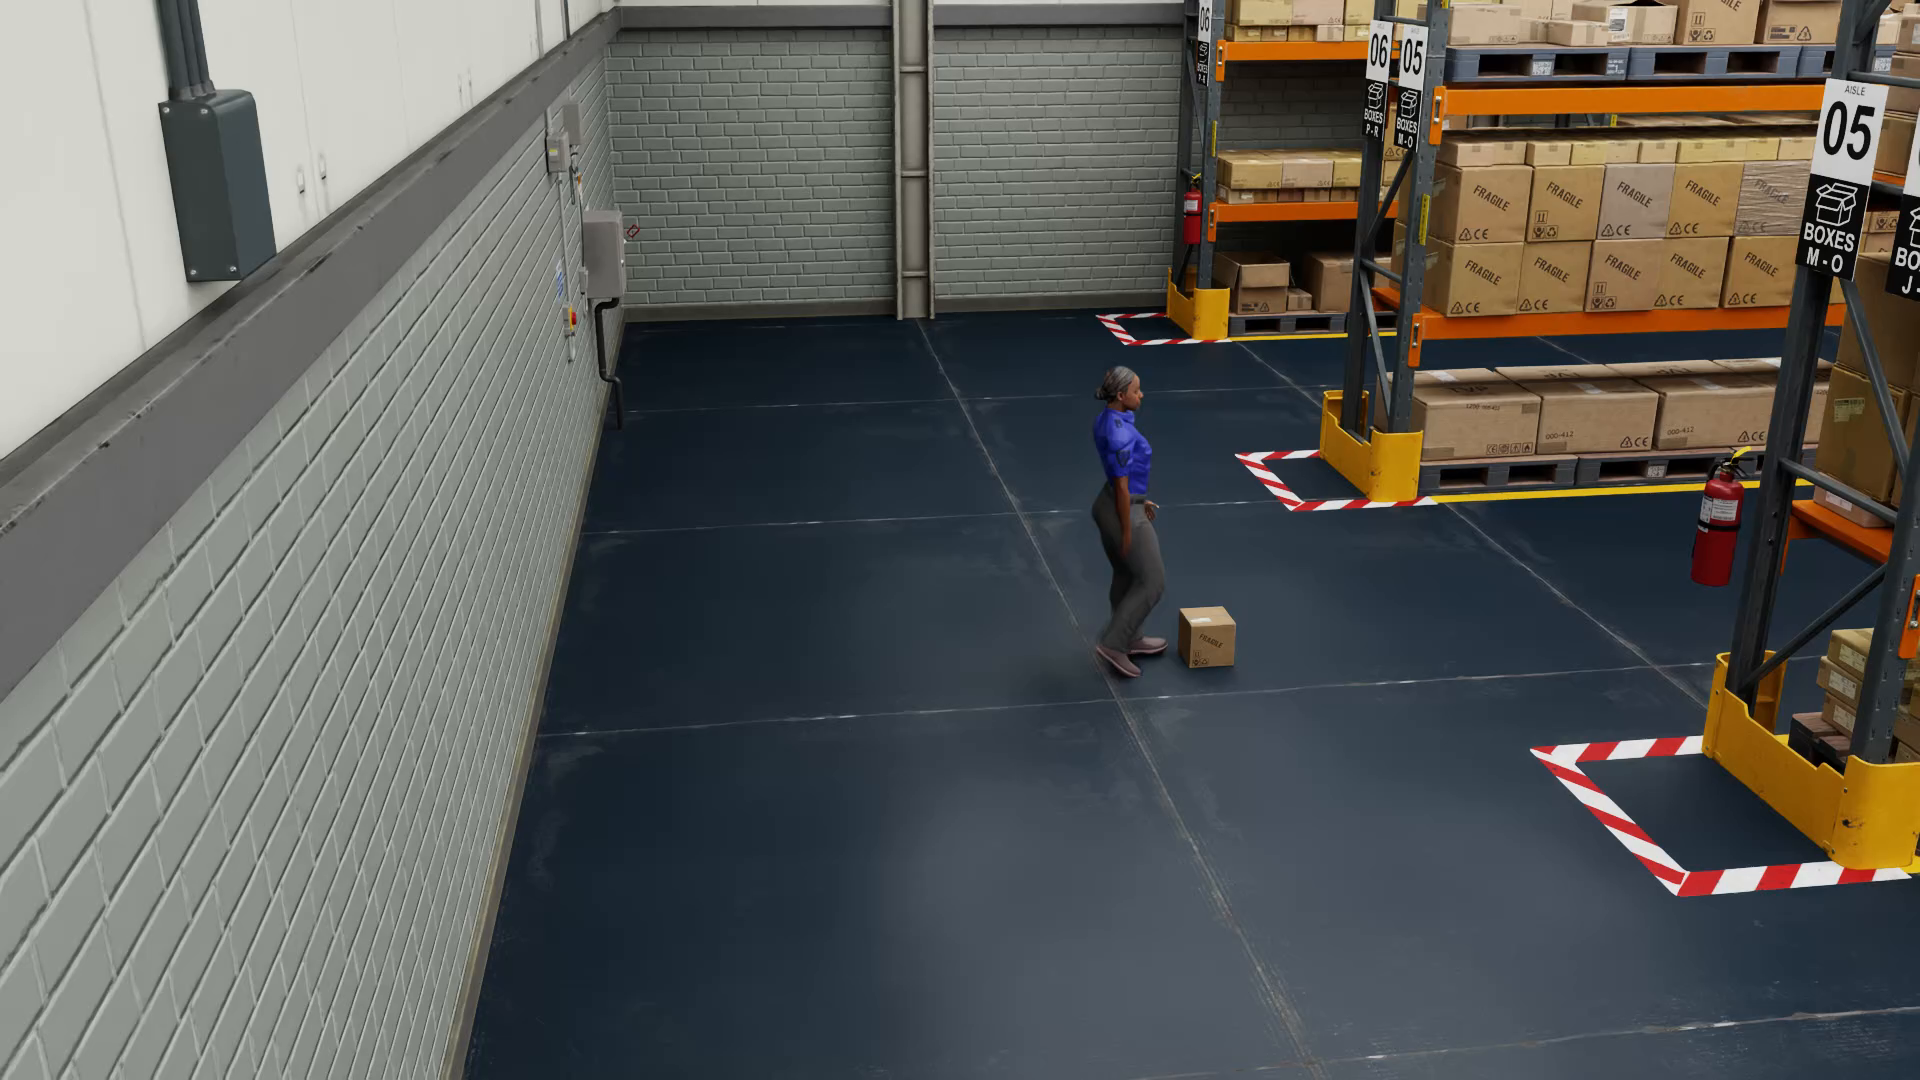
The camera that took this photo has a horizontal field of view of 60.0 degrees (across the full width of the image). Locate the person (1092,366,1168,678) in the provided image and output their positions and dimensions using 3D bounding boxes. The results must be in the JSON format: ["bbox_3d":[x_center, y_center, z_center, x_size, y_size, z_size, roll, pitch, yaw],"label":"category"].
[{"bbox_3d":[0.934,-0.108,8.872,0.476,1.688,0.470,-4,20,-9],"label":"person"}]
